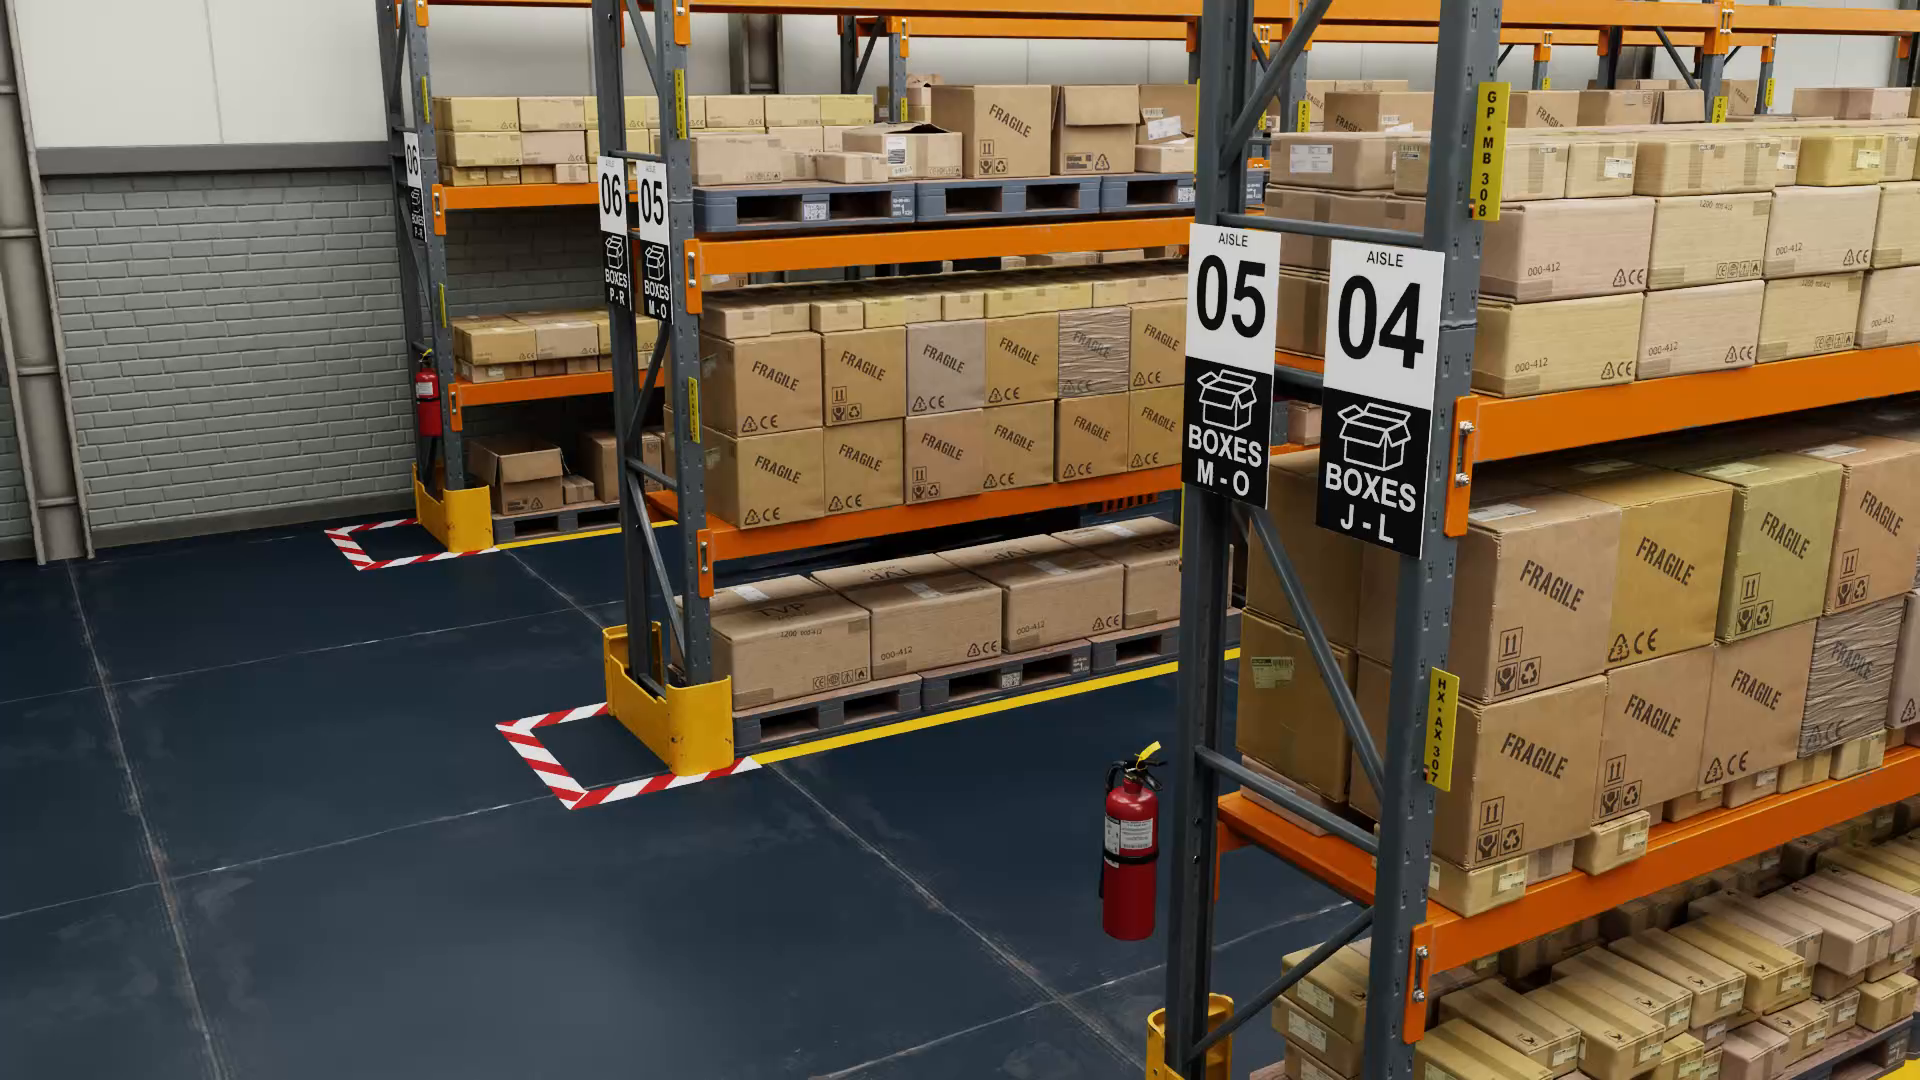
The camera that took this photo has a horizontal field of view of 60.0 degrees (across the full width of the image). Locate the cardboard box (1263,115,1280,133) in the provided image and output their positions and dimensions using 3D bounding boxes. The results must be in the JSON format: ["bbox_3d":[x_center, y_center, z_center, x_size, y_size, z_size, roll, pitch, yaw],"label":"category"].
[{"bbox_3d":[3.119,-4.154,16.584,0.250,0.166,0.380,-9,18,-30],"label":"cardboard box"}]

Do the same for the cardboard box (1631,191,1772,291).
[{"bbox_3d":[1.959,-0.889,4.819,0.500,0.250,0.500,-9,18,-30],"label":"cardboard box"}]

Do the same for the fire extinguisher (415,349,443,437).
[{"bbox_3d":[-4.082,-1.138,12.745,0.183,0.674,0.296,-9,18,-30],"label":"fire extinguisher"}]

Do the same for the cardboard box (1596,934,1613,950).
[{"bbox_3d":[2.418,1.506,6.432,0.250,0.149,0.380,-8,18,-27],"label":"cardboard box"}]

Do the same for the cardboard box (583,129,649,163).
[{"bbox_3d":[-2.802,-3.139,13.221,0.500,0.250,0.500,-10,18,-31],"label":"cardboard box"}]

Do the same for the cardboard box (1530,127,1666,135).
[{"bbox_3d":[2.036,-1.252,5.375,0.250,0.149,0.380,-10,18,-31],"label":"cardboard box"}]

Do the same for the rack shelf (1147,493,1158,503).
[{"bbox_3d":[1.617,-0.440,14.621,0.103,0.180,0.258,-12,20,-37],"label":"rack shelf"}]

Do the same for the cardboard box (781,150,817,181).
[{"bbox_3d":[-0.976,-2.068,9.174,0.250,0.149,0.380,-11,19,-34],"label":"cardboard box"}]

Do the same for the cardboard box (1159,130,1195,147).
[{"bbox_3d":[1.412,-2.357,9.989,0.258,0.266,0.396,-9,18,-28],"label":"cardboard box"}]

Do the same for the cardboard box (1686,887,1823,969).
[{"bbox_3d":[2.910,1.443,6.108,0.250,0.149,0.380,-9,18,-30],"label":"cardboard box"}]

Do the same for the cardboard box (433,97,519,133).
[{"bbox_3d":[-3.684,-3.241,12.659,0.500,0.250,0.500,-9,18,-30],"label":"cardboard box"}]

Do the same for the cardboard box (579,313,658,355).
[{"bbox_3d":[-2.801,-1.695,13.626,0.500,0.250,0.500,-10,18,-31],"label":"cardboard box"}]

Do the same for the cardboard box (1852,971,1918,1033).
[{"bbox_3d":[3.383,1.689,6.331,0.250,0.149,0.380,-9,18,-30],"label":"cardboard box"}]

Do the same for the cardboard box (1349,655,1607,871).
[{"bbox_3d":[1.529,0.607,4.949,0.500,0.500,0.500,-8,18,-27],"label":"cardboard box"}]

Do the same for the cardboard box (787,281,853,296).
[{"bbox_3d":[-0.809,-1.394,9.585,0.250,0.149,0.380,-9,18,-28],"label":"cardboard box"}]

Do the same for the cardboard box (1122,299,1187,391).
[{"bbox_3d":[1.093,-1.221,10.172,0.500,0.500,0.500,-10,18,-31],"label":"cardboard box"}]

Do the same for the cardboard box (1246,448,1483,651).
[{"bbox_3d":[1.266,0.003,5.252,0.500,0.500,0.500,-10,18,-31],"label":"cardboard box"}]

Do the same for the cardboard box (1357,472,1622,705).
[{"bbox_3d":[1.523,0.124,4.823,0.500,0.500,0.500,-9,18,-30],"label":"cardboard box"}]

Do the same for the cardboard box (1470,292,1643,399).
[{"bbox_3d":[1.518,-0.578,4.635,0.500,0.250,0.500,-8,18,-28],"label":"cardboard box"}]

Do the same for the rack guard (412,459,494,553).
[{"bbox_3d":[-4.128,-0.289,13.514,0.348,0.500,1.175,-9,18,-30],"label":"rack guard"}]

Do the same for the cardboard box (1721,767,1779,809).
[{"bbox_3d":[2.526,0.752,5.637,0.250,0.149,0.380,-10,18,-31],"label":"cardboard box"}]

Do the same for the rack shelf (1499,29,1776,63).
[{"bbox_3d":[7.807,-5.778,19.422,4.000,0.370,1.077,-9,18,-30],"label":"rack shelf"}]

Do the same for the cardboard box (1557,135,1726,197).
[{"bbox_3d":[1.895,-1.052,4.661,0.250,0.149,0.380,-9,18,-30],"label":"cardboard box"}]

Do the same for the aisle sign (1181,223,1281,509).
[{"bbox_3d":[0.785,-0.514,4.869,0.004,0.787,0.394,-9,18,-30],"label":"aisle sign"}]

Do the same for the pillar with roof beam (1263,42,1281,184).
[{"bbox_3d":[5.534,-4.876,14.133,0.400,9.000,9.100,-9,18,-30],"label":"pillar with roof beam"}]

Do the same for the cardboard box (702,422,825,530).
[{"bbox_3d":[-1.075,-0.382,9.031,0.500,0.500,0.500,-9,18,-30],"label":"cardboard box"}]

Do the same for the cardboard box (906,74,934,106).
[{"bbox_3d":[-0.327,-3.915,14.446,0.258,0.266,0.396,-9,18,-30],"label":"cardboard box"}]

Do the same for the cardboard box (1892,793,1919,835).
[{"bbox_3d":[4.029,1.125,7.240,0.250,0.149,0.380,-8,18,-27],"label":"cardboard box"}]

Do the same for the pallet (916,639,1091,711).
[{"bbox_3d":[0.056,0.711,10.482,1.213,0.211,1.003,-9,18,-30],"label":"pallet"}]

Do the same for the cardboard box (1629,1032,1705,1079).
[{"bbox_3d":[2.287,1.721,5.665,0.250,0.149,0.380,-9,18,-28],"label":"cardboard box"}]

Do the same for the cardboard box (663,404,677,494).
[{"bbox_3d":[-1.357,-0.510,9.488,0.500,0.500,0.500,-9,18,-29],"label":"cardboard box"}]

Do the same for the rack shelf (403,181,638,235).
[{"bbox_3d":[-2.479,-2.858,13.823,4.000,0.370,1.077,-9,18,-30],"label":"rack shelf"}]

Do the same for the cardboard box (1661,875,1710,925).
[{"bbox_3d":[2.676,1.337,6.486,0.250,0.149,0.380,-9,18,-29],"label":"cardboard box"}]

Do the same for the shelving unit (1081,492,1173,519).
[{"bbox_3d":[1.371,-0.387,14.431,1.200,0.189,0.258,-12,20,-37],"label":"shelving unit"}]

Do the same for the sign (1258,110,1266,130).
[{"bbox_3d":[2.942,-4.161,16.182,0.005,0.325,0.100,-9,18,-30],"label":"sign"}]

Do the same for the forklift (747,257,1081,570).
[{"bbox_3d":[-0.494,-1.308,12.646,3.031,2.935,1.130,-12,20,-36],"label":"forklift"}]

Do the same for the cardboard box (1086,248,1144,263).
[{"bbox_3d":[1.360,-2.576,16.073,0.637,0.503,0.797,-10,18,-31],"label":"cardboard box"}]

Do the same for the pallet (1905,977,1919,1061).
[{"bbox_3d":[3.873,1.686,7.006,1.213,0.211,1.003,-9,18,-30],"label":"pallet"}]

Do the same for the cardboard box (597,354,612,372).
[{"bbox_3d":[-2.896,-1.493,13.644,0.250,0.149,0.380,-9,18,-29],"label":"cardboard box"}]

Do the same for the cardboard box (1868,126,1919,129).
[{"bbox_3d":[3.208,-1.271,5.442,0.250,0.149,0.380,-9,18,-30],"label":"cardboard box"}]

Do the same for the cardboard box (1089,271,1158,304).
[{"bbox_3d":[0.986,-1.532,10.079,0.250,0.149,0.380,-9,18,-30],"label":"cardboard box"}]

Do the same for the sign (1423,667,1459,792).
[{"bbox_3d":[1.282,0.506,4.443,0.005,0.325,0.100,-9,18,-30],"label":"sign"}]

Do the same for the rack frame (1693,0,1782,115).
[{"bbox_3d":[9.522,-6.595,20.263,0.127,3.000,1.000,-9,18,-30],"label":"rack frame"}]

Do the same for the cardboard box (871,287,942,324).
[{"bbox_3d":[-0.303,-1.313,9.297,0.250,0.149,0.380,-9,18,-29],"label":"cardboard box"}]

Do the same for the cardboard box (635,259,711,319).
[{"bbox_3d":[-2.380,-2.123,13.764,0.500,0.500,0.500,-9,18,-28],"label":"cardboard box"}]

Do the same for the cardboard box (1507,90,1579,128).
[{"bbox_3d":[3.862,-2.829,11.422,0.500,0.500,0.500,-9,18,-29],"label":"cardboard box"}]

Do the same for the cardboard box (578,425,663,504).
[{"bbox_3d":[-2.868,-0.653,14.036,0.500,0.500,0.700,-8,18,-27],"label":"cardboard box"}]

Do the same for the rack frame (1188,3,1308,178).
[{"bbox_3d":[1.795,-3.779,10.217,0.127,3.000,1.000,-9,18,-30],"label":"rack frame"}]

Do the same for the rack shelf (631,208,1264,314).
[{"bbox_3d":[0.080,-1.710,9.728,4.000,0.370,1.077,-9,18,-30],"label":"rack shelf"}]

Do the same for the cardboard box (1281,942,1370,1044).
[{"bbox_3d":[1.325,1.549,5.728,0.250,0.149,0.380,-9,18,-29],"label":"cardboard box"}]

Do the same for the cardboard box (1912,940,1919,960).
[{"bbox_3d":[3.613,1.480,6.526,0.250,0.149,0.380,-9,18,-29],"label":"cardboard box"}]

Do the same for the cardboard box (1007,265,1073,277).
[{"bbox_3d":[0.494,-1.613,10.366,0.250,0.149,0.380,-10,18,-31],"label":"cardboard box"}]

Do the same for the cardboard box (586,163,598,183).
[{"bbox_3d":[-2.873,-2.919,13.173,0.250,0.149,0.380,-9,18,-30],"label":"cardboard box"}]

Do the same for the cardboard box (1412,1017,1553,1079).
[{"bbox_3d":[1.626,1.687,5.235,0.250,0.149,0.380,-10,19,-32],"label":"cardboard box"}]

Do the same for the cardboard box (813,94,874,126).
[{"bbox_3d":[-1.073,-3.668,14.181,0.500,0.250,0.500,-9,18,-30],"label":"cardboard box"}]

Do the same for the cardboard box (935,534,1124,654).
[{"bbox_3d":[0.434,0.329,10.649,0.875,0.438,0.875,-10,18,-31],"label":"cardboard box"}]
